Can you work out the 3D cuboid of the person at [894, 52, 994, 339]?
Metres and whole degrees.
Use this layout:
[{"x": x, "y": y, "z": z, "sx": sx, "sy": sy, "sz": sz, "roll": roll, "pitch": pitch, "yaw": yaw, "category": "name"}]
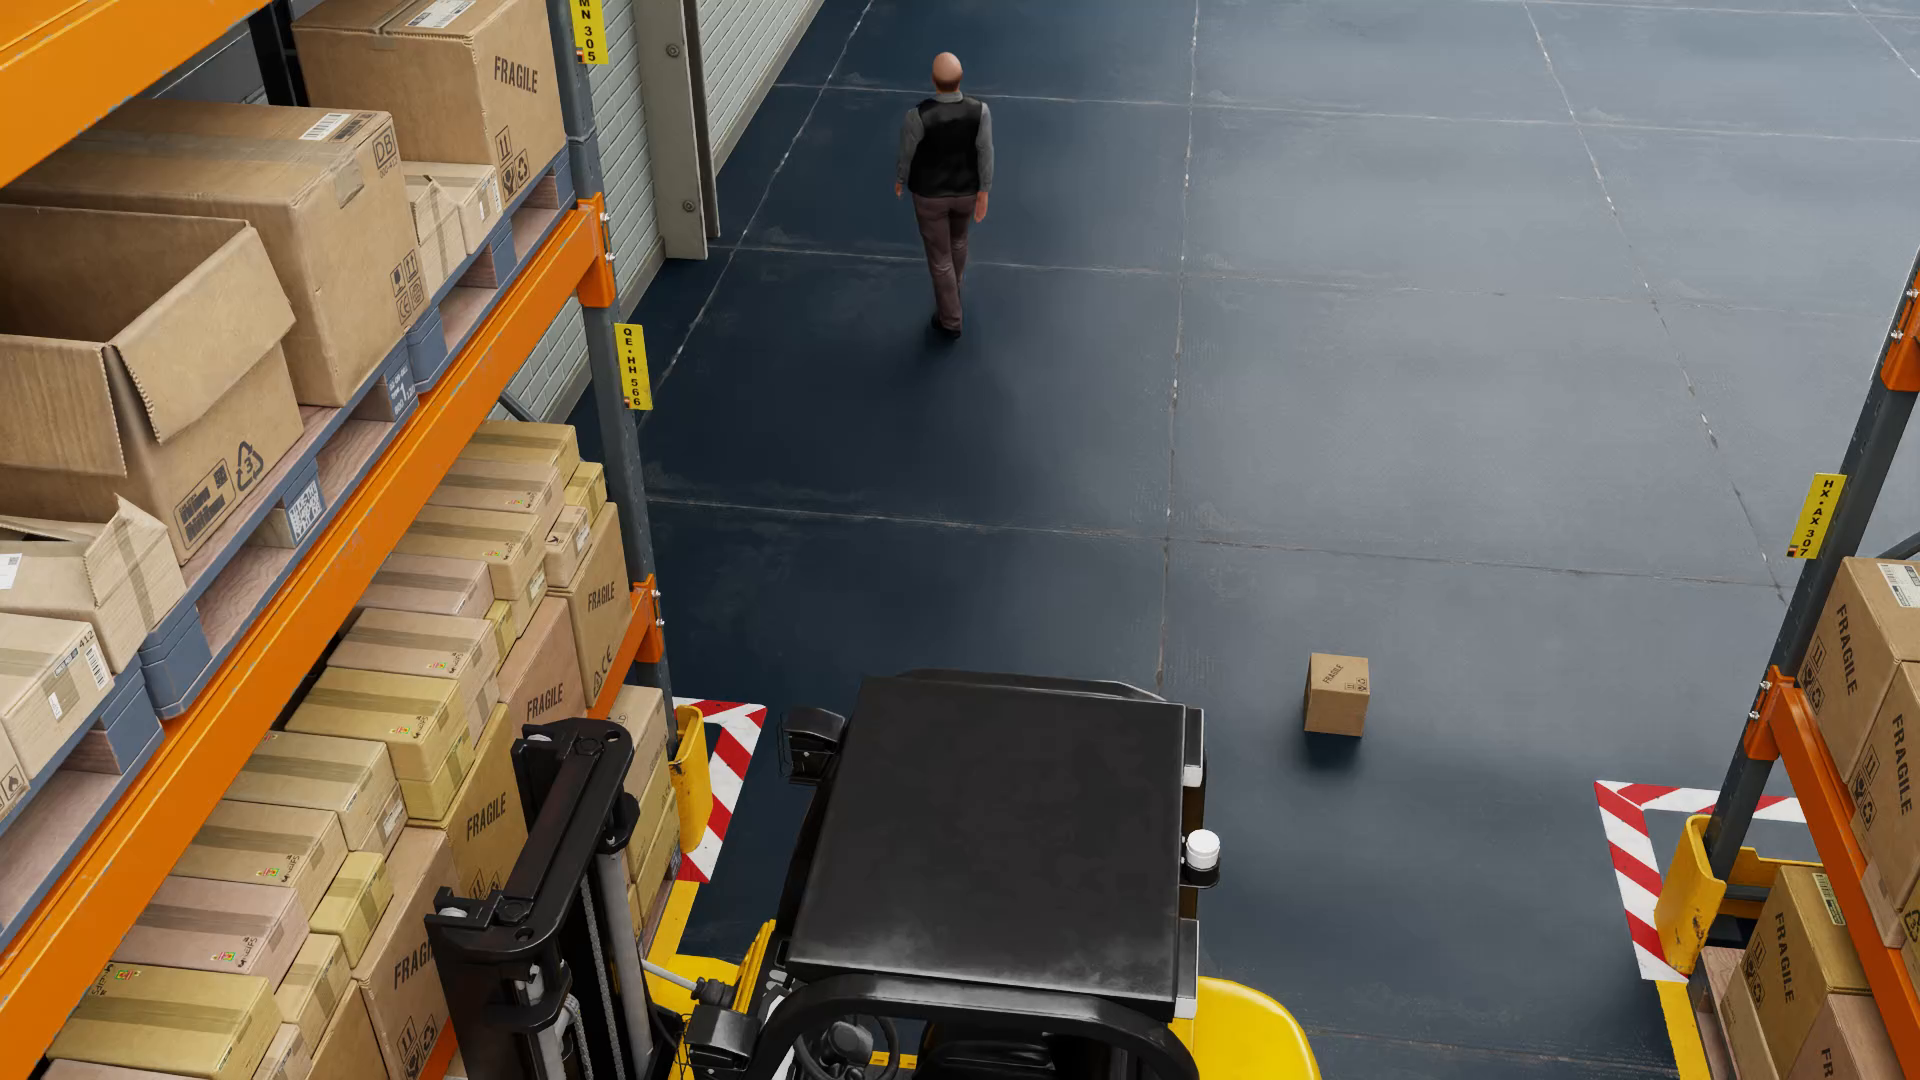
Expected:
[{"x": -0.128, "y": -2.114, "z": 9.982, "sx": 0.549, "sy": 1.723, "sz": 0.828, "roll": -12, "pitch": 38, "yaw": -16, "category": "person"}]
